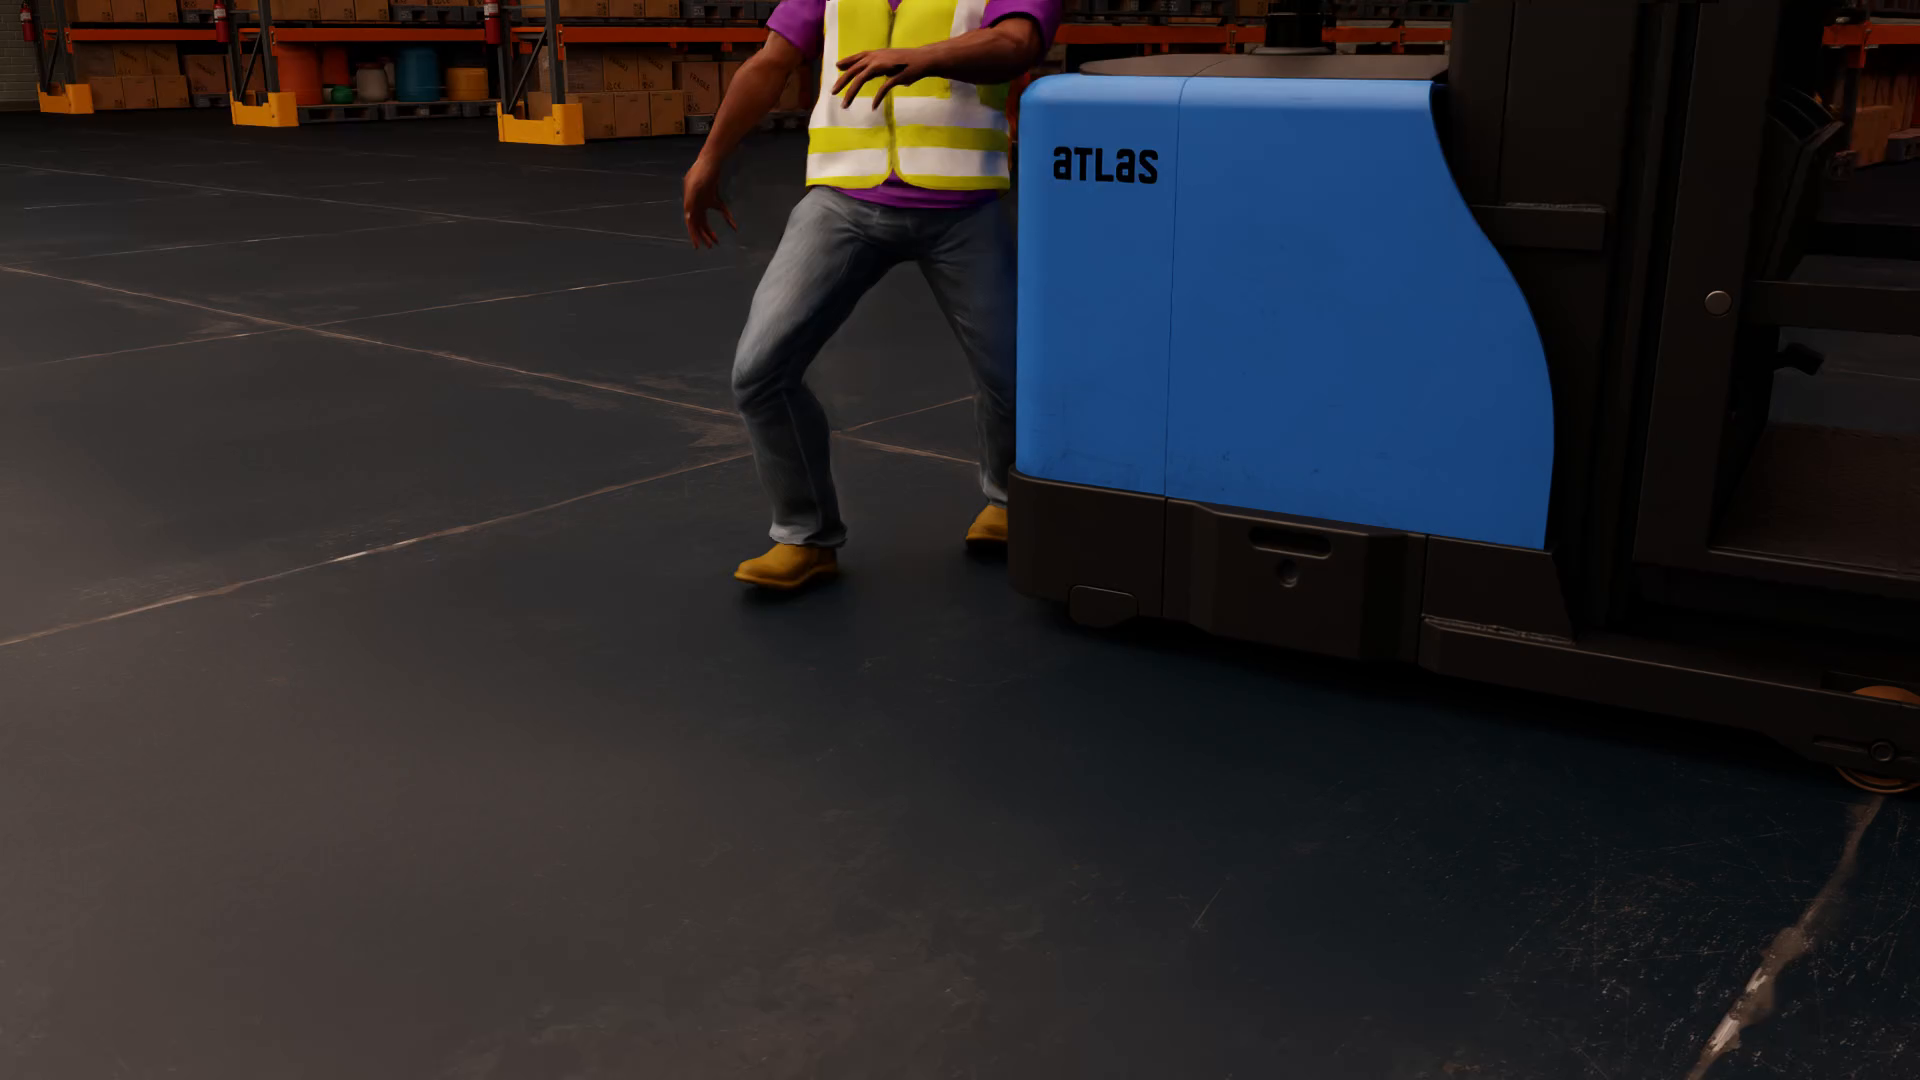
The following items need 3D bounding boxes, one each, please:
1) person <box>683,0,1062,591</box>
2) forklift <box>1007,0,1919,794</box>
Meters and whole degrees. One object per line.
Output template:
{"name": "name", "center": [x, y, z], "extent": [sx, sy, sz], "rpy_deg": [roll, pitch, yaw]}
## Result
{"name": "person", "center": [-0.197, -0.708, 3.438], "extent": [0.799, 1.651, 0.868], "rpy_deg": [2, 17, 6]}
{"name": "forklift", "center": [1.634, -1.151, 2.687], "extent": [3.031, 2.935, 1.130], "rpy_deg": [9, 19, 28]}
